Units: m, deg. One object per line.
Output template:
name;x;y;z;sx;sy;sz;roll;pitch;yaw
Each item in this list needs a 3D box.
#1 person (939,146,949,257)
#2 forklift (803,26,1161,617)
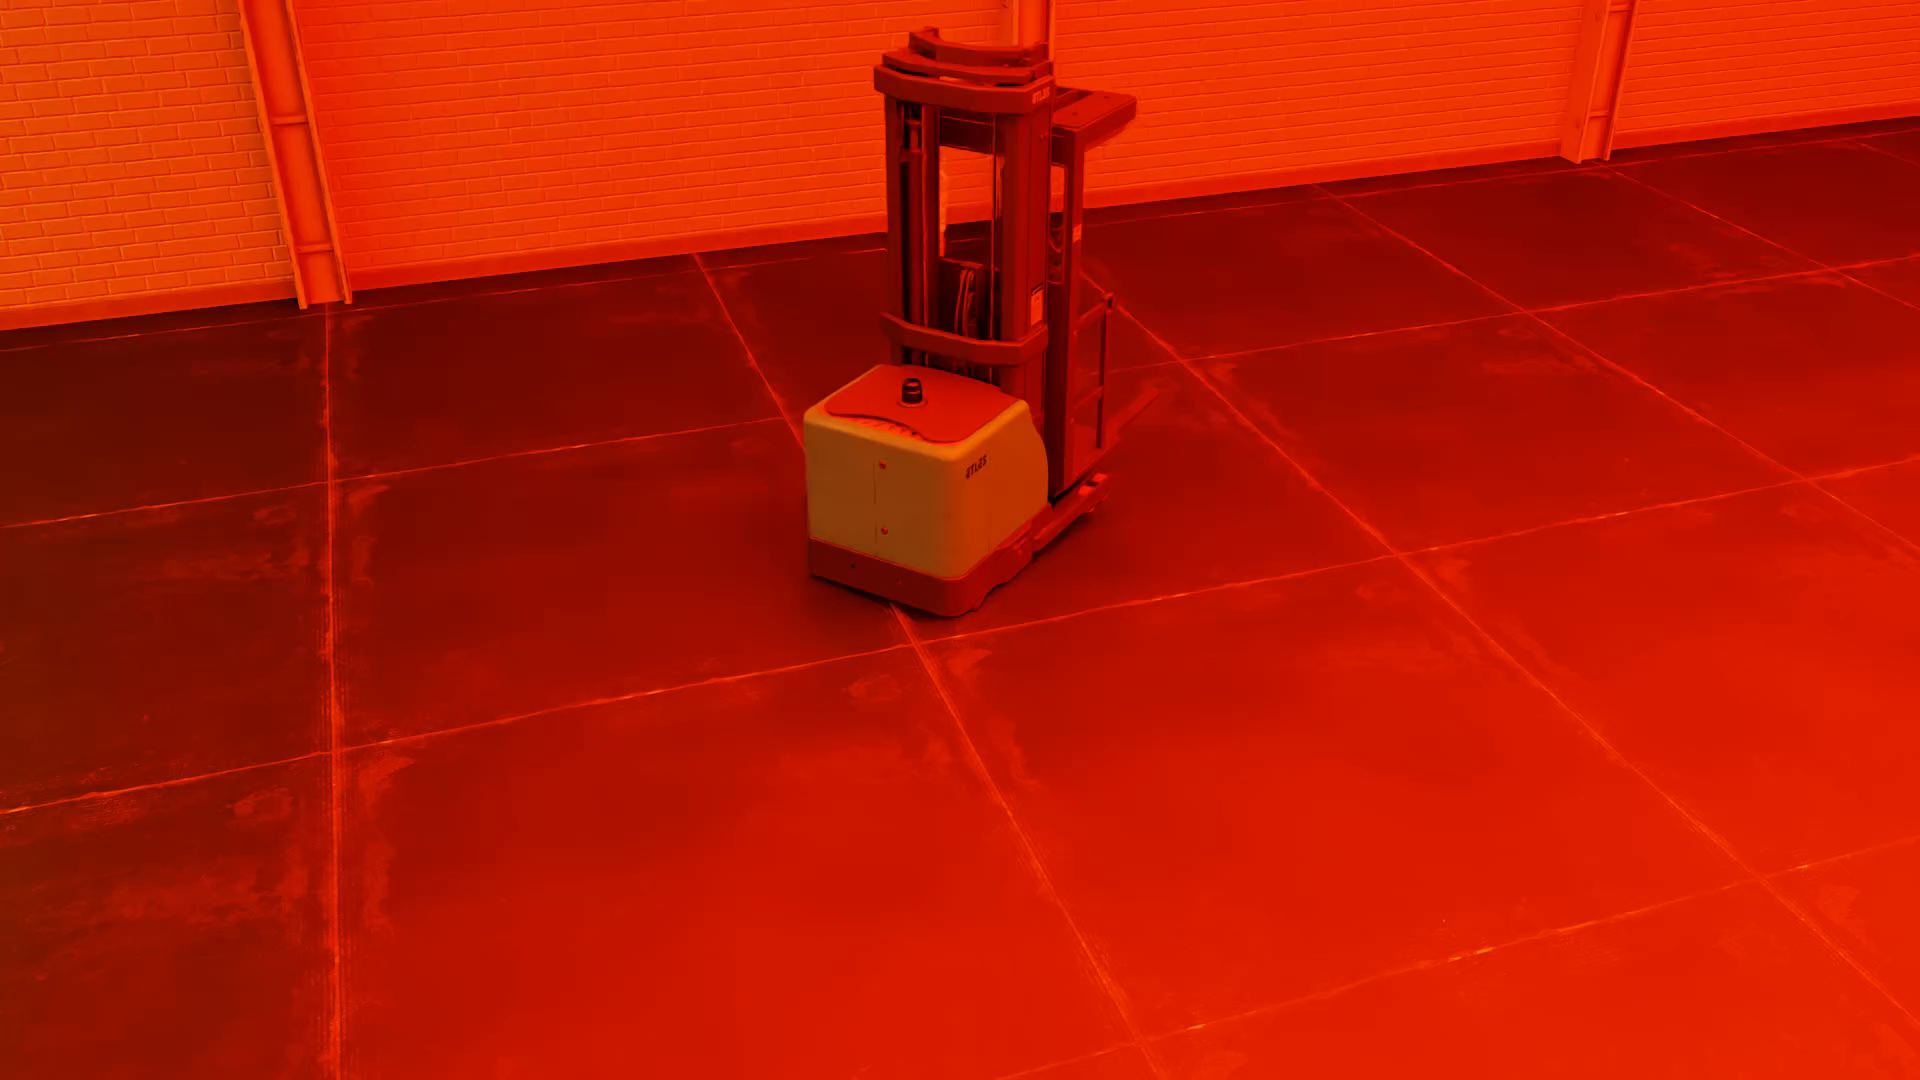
person;-0.228;-2.314;12.371;0.375;1.673;0.453;-7;31;-12
forklift;0.310;-1.547;9.775;1.130;2.935;3.031;17;34;26
